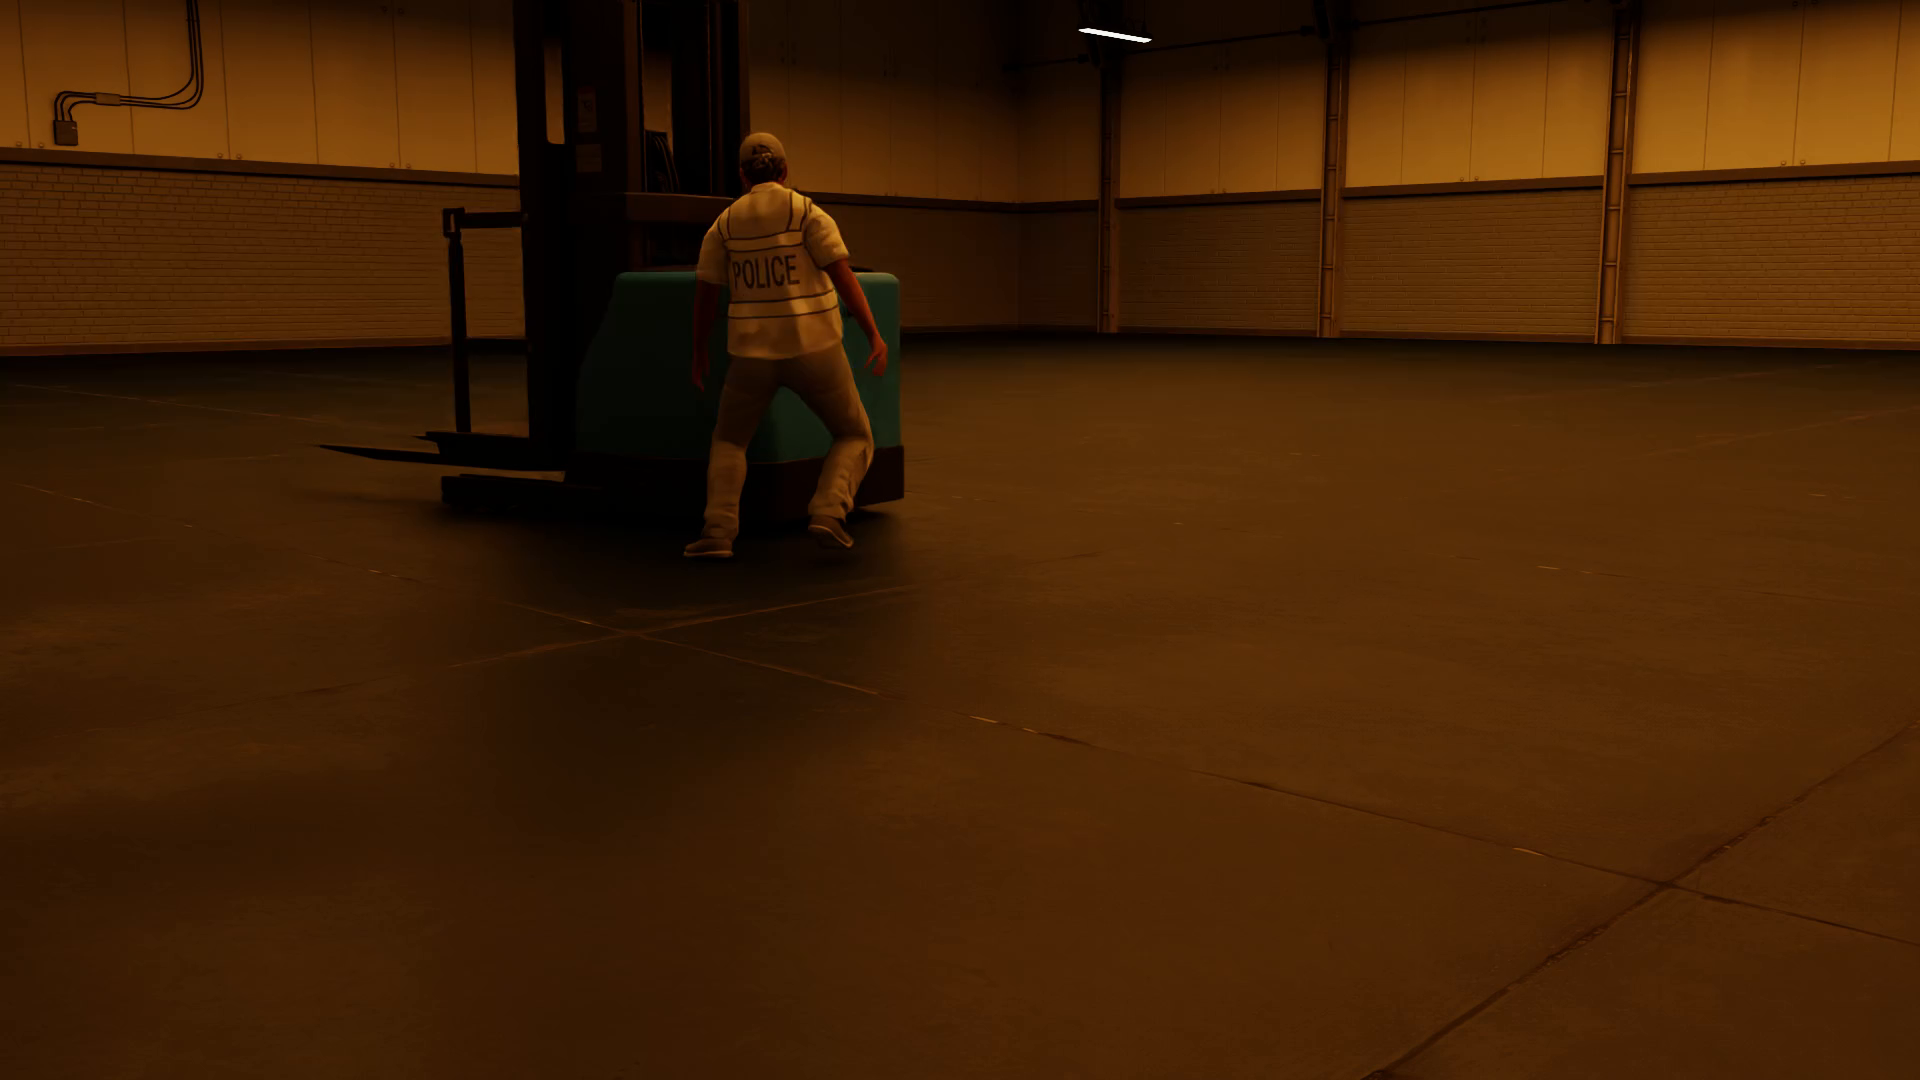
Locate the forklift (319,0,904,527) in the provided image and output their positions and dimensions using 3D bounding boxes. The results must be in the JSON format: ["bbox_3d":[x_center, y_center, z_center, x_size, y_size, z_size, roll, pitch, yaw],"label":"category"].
[{"bbox_3d":[-1.773,-1.628,7.683,3.031,2.935,1.130,5,10,32],"label":"forklift"}]

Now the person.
[{"bbox_3d":[-0.643,-0.710,6.182,0.834,1.587,0.484,3,9,17],"label":"person"}]
